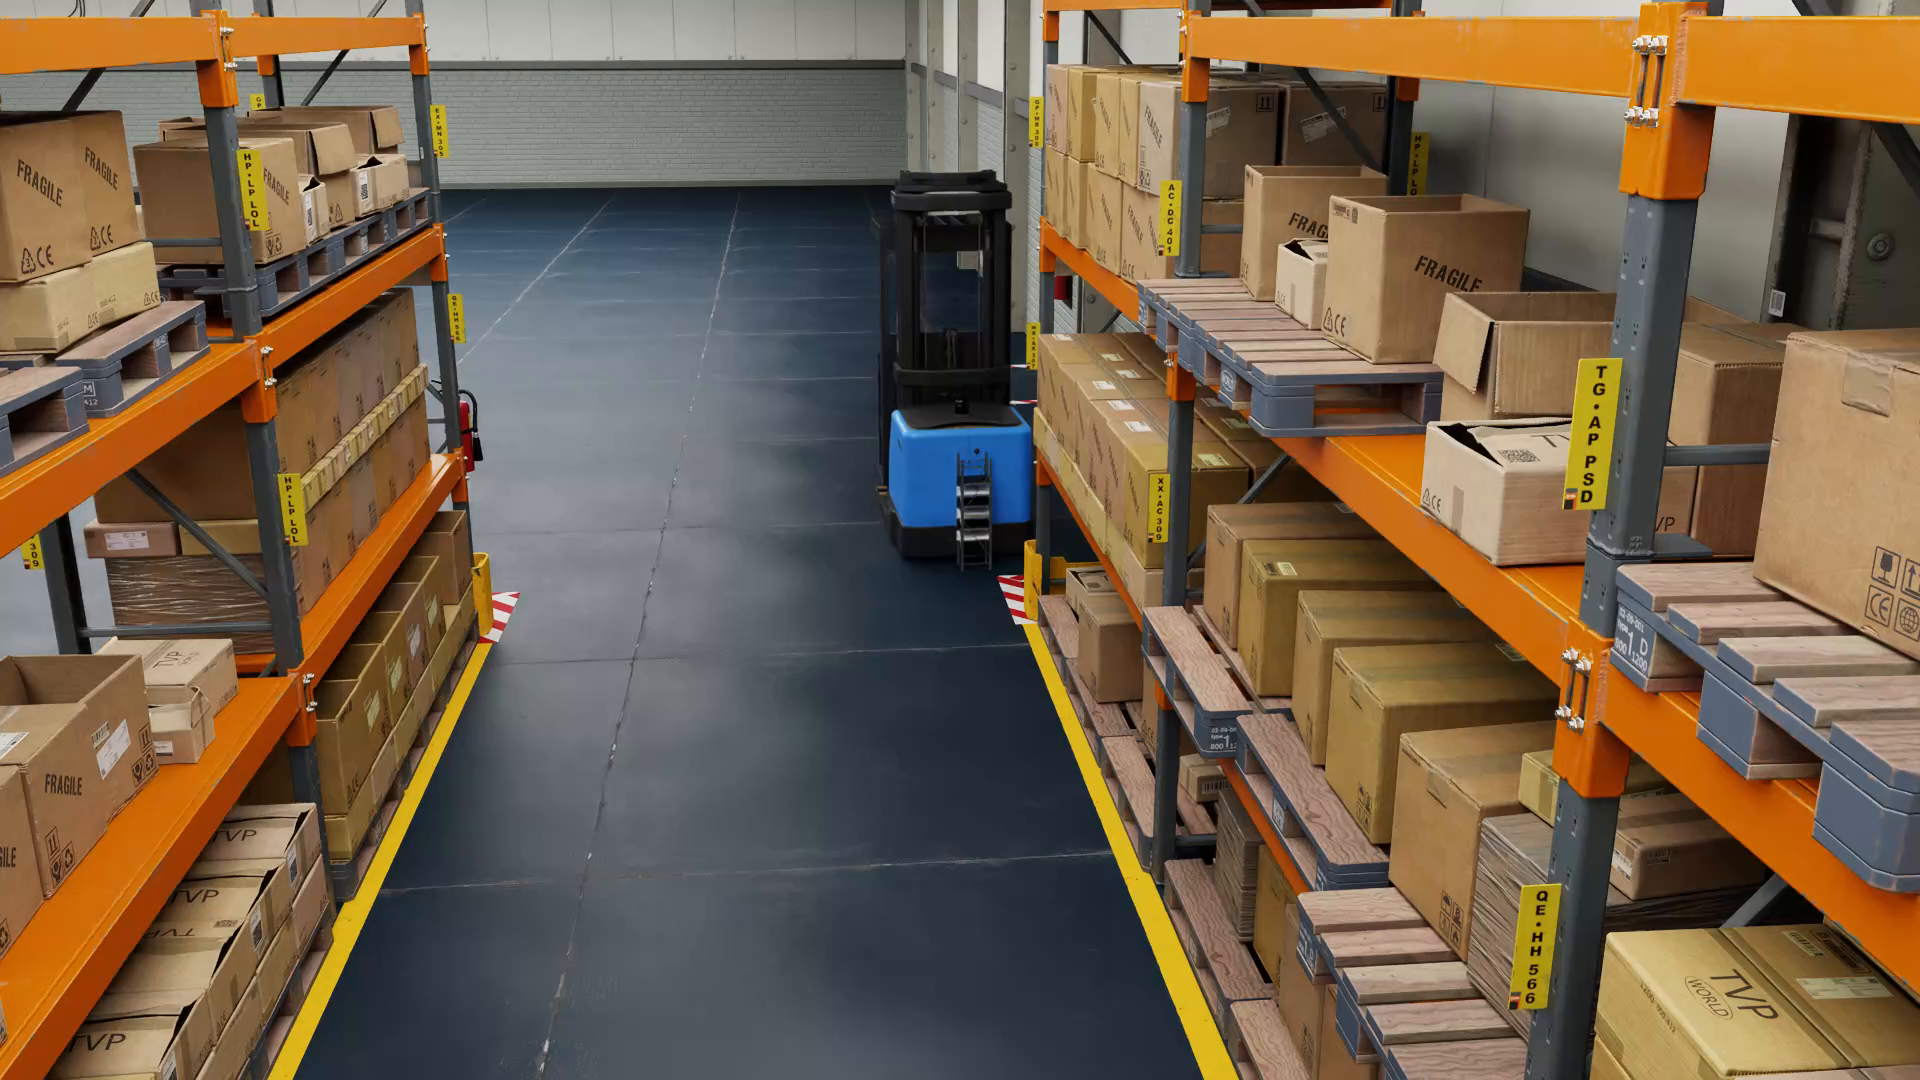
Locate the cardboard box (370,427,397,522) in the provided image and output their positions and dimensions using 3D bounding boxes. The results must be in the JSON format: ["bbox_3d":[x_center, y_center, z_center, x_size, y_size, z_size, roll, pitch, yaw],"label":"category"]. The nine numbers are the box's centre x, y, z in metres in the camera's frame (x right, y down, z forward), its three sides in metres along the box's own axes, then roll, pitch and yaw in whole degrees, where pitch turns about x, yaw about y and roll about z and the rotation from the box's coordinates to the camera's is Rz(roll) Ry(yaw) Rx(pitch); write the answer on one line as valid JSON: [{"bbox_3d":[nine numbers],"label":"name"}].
[{"bbox_3d":[-3.738,-0.393,9.753,0.700,0.500,0.500,-2,18,-5],"label":"cardboard box"}]

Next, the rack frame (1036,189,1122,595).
[{"bbox_3d":[1.050,-0.943,11.673,1.000,3.000,0.127,-2,18,-6],"label":"rack frame"}]

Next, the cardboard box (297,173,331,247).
[{"bbox_3d":[-3.310,-1.572,7.882,0.500,0.311,0.500,-3,18,-9],"label":"cardboard box"}]

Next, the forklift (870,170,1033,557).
[{"bbox_3d":[-0.158,-1.663,14.081,1.130,2.935,3.031,-3,18,-8],"label":"forklift"}]

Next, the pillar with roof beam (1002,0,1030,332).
[{"bbox_3d":[-3.538,-7.066,21.159,9.100,9.000,0.400,-2,18,-6],"label":"pillar with roof beam"}]

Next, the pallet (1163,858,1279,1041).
[{"bbox_3d":[1.544,1.811,7.556,1.003,0.211,1.213,-2,18,-6],"label":"pallet"}]

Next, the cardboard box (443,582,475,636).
[{"bbox_3d":[-3.528,0.473,11.051,0.500,0.250,0.500,-2,18,-6],"label":"cardboard box"}]

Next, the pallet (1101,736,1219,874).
[{"bbox_3d":[1.358,1.380,8.928,1.003,0.211,1.213,-2,18,-6],"label":"pallet"}]

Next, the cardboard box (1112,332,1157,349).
[{"bbox_3d":[1.310,-1.105,11.153,0.500,0.500,0.500,-2,18,-6],"label":"cardboard box"}]

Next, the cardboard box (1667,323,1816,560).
[{"bbox_3d":[2.029,-0.269,4.319,0.500,0.500,0.500,-2,18,-6],"label":"cardboard box"}]

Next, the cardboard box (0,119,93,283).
[{"bbox_3d":[-3.359,-1.161,5.656,0.500,0.500,0.500,0,17,0],"label":"cardboard box"}]

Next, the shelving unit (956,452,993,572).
[{"bbox_3d":[0.111,-0.214,12.858,0.258,0.900,0.210,-3,18,-8],"label":"shelving unit"}]

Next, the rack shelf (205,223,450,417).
[{"bbox_3d":[-3.671,-1.281,8.942,1.077,0.370,4.000,-2,18,-6],"label":"rack shelf"}]

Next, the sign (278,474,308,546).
[{"bbox_3d":[-2.926,-0.131,7.287,0.100,0.325,0.005,-2,18,-6],"label":"sign"}]

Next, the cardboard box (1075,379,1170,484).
[{"bbox_3d":[0.953,-0.632,9.647,0.500,0.500,0.500,-1,17,-4],"label":"cardboard box"}]

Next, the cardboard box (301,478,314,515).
[{"bbox_3d":[-3.354,-0.192,8.031,0.380,0.149,0.250,-2,18,-7],"label":"cardboard box"}]

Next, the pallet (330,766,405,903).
[{"bbox_3d":[-3.505,1.495,8.562,1.003,0.211,1.213,-2,18,-6],"label":"pallet"}]

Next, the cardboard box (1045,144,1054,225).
[{"bbox_3d":[0.835,-2.324,10.863,0.500,0.500,0.500,-1,17,-4],"label":"cardboard box"}]

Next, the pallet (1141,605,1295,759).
[{"bbox_3d":[1.396,0.573,7.166,1.003,0.211,1.213,-2,18,-6],"label":"pallet"}]

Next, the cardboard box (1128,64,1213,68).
[{"bbox_3d":[1.354,-2.788,10.672,0.500,0.500,0.500,-1,17,-3],"label":"cardboard box"}]

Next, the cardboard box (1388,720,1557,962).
[{"bbox_3d":[1.732,0.878,4.972,0.700,0.500,0.500,-3,18,-11],"label":"cardboard box"}]

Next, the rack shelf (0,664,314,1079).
[{"bbox_3d":[-3.259,1.342,5.595,1.077,0.370,4.000,-2,18,-6],"label":"rack shelf"}]

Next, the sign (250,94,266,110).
[{"bbox_3d":[-4.430,-2.659,10.541,0.100,0.325,0.005,-2,18,-6],"label":"sign"}]

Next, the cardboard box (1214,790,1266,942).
[{"bbox_3d":[1.555,1.450,7.488,0.700,0.500,0.500,-1,17,-4],"label":"cardboard box"}]

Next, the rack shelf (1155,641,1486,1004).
[{"bbox_3d":[1.668,1.188,6.086,1.077,0.370,4.000,-2,18,-6],"label":"rack shelf"}]

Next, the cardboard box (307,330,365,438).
[{"bbox_3d":[-3.672,-0.844,9.026,0.700,0.500,0.500,-2,18,-6],"label":"cardboard box"}]

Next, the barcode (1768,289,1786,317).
[{"bbox_3d":[2.273,-0.660,4.627,0.001,0.075,0.075,-2,18,-6],"label":"barcode"}]

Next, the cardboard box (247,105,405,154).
[{"bbox_3d":[-3.822,-2.365,10.087,0.797,0.503,0.637,-1,17,-2],"label":"cardboard box"}]

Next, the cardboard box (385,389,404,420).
[{"bbox_3d":[-3.570,-0.809,9.996,0.380,0.149,0.250,-2,17,-5],"label":"cardboard box"}]

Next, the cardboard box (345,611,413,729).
[{"bbox_3d":[-3.304,0.711,9.042,0.500,0.500,0.500,-2,18,-6],"label":"cardboard box"}]

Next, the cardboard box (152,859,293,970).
[{"bbox_3d":[-3.078,1.514,6.801,0.500,0.311,0.500,-1,17,-4],"label":"cardboard box"}]

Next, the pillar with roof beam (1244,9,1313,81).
[{"bbox_3d":[-2.300,-3.490,9.771,9.100,9.000,0.400,-2,18,-6],"label":"pillar with roof beam"}]

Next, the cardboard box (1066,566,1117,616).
[{"bbox_3d":[1.031,0.339,11.344,0.500,0.311,0.500,-4,18,-12],"label":"cardboard box"}]

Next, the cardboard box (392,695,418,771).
[{"bbox_3d":[-3.304,1.069,9.154,0.500,0.250,0.500,-2,18,-6],"label":"cardboard box"}]

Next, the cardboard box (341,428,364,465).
[{"bbox_3d":[-3.463,-0.502,9.017,0.380,0.149,0.250,-2,18,-6],"label":"cardboard box"}]

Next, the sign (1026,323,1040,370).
[{"bbox_3d":[0.510,-1.339,11.489,0.100,0.325,0.005,-2,18,-6],"label":"sign"}]

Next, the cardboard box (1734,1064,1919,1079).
[{"bbox_3d":[1.721,1.187,2.940,0.500,0.250,0.500,-2,18,-6],"label":"cardboard box"}]

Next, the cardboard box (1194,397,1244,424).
[{"bbox_3d":[1.526,-0.496,9.215,0.500,0.500,0.500,-1,17,-4],"label":"cardboard box"}]

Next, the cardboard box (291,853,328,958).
[{"bbox_3d":[-3.134,1.629,7.370,0.500,0.250,0.500,-2,18,-6],"label":"cardboard box"}]

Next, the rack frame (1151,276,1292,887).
[{"bbox_3d":[1.462,0.249,7.877,1.000,3.000,0.127,-2,18,-6],"label":"rack frame"}]

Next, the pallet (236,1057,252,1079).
[{"bbox_3d":[-3.221,2.316,5.947,1.003,0.211,1.213,-2,18,-6],"label":"pallet"}]

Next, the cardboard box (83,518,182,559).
[{"bbox_3d":[-3.706,-0.029,7.510,0.380,0.149,0.250,-2,18,-6],"label":"cardboard box"}]

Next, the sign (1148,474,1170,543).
[{"bbox_3d":[0.923,-0.145,7.686,0.100,0.325,0.005,-2,18,-6],"label":"sign"}]

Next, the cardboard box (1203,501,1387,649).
[{"bbox_3d":[1.481,0.144,7.309,0.700,0.500,0.500,-2,18,-5],"label":"cardboard box"}]

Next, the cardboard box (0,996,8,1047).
[{"bbox_3d":[-2.952,1.365,4.471,0.500,0.311,0.500,-2,18,-6],"label":"cardboard box"}]

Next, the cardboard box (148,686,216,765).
[{"bbox_3d":[-3.191,0.723,6.589,0.396,0.266,0.258,-2,18,-7],"label":"cardboard box"}]

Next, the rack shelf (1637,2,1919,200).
[{"bbox_3d":[2.081,-0.292,1.452,1.077,0.370,4.000,-2,18,-6],"label":"rack shelf"}]

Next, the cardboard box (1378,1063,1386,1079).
[{"bbox_3d":[1.811,2.053,5.568,0.700,0.500,0.500,-2,18,-6],"label":"cardboard box"}]

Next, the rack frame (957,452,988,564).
[{"bbox_3d":[0.096,-0.245,12.954,0.240,0.900,0.006,-3,18,-8],"label":"rack frame"}]

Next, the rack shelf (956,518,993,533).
[{"bbox_3d":[0.111,-0.097,12.895,0.258,0.077,0.200,-3,18,-8],"label":"rack shelf"}]

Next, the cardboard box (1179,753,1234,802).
[{"bbox_3d":[1.377,1.232,8.740,0.380,0.166,0.250,-4,18,-13],"label":"cardboard box"}]

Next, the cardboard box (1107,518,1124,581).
[{"bbox_3d":[1.069,0.030,8.789,0.500,0.250,0.500,-2,18,-5],"label":"cardboard box"}]

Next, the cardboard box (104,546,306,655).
[{"bbox_3d":[-3.517,0.223,7.791,0.700,0.500,0.500,-2,18,-7],"label":"cardboard box"}]

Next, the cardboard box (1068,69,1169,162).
[{"bbox_3d":[0.913,-2.483,9.700,0.500,0.500,0.500,-1,17,-4],"label":"cardboard box"}]

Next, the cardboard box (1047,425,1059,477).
[{"bbox_3d":[0.852,-0.571,10.706,0.500,0.250,0.500,-2,18,-7],"label":"cardboard box"}]

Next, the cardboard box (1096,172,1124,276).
[{"bbox_3d":[1.030,-1.697,8.868,0.500,0.500,0.500,-2,18,-8],"label":"cardboard box"}]
